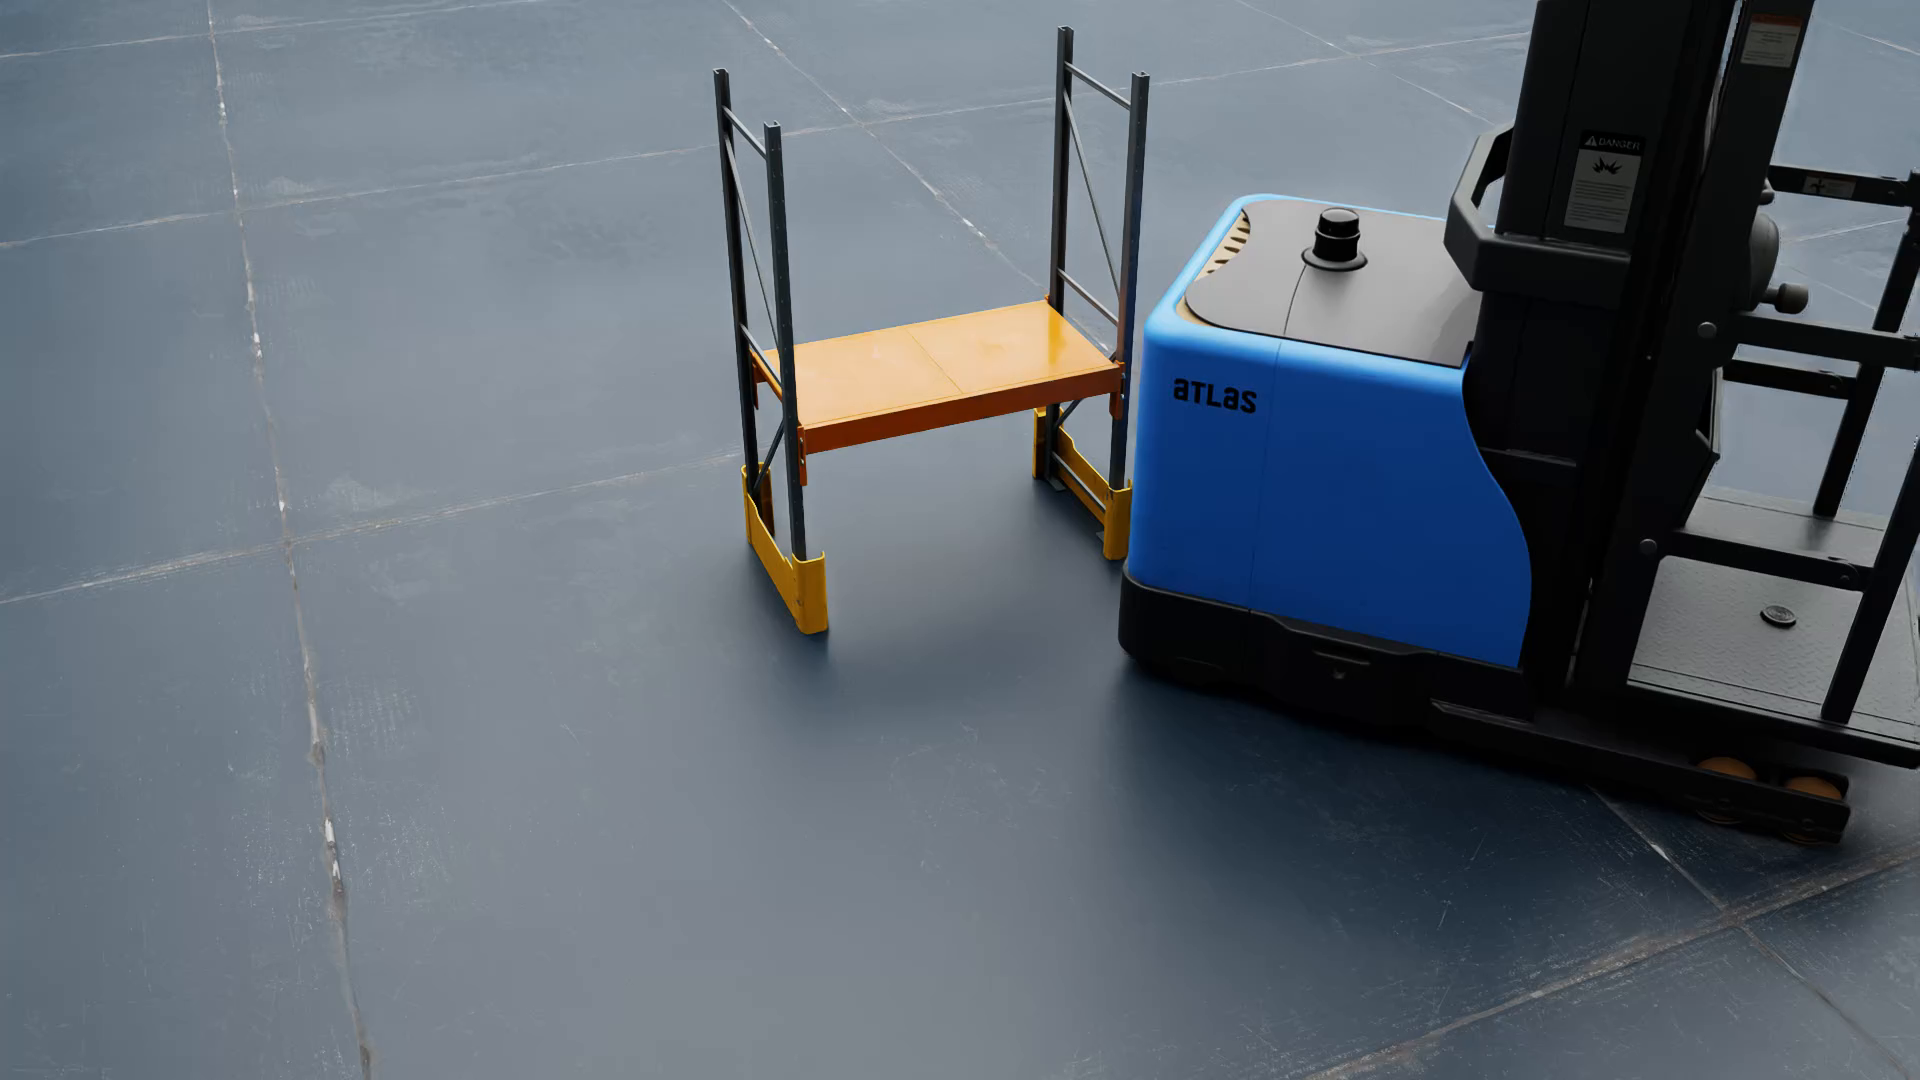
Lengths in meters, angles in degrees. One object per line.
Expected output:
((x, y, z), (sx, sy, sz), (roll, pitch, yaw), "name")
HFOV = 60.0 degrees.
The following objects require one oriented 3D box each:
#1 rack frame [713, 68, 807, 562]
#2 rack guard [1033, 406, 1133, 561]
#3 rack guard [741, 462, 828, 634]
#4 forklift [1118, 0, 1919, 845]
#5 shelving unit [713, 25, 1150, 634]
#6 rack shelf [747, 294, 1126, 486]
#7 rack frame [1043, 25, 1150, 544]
((-0.547, -0.503, 4.648), (0.032, 1.500, 0.500), (-13, 35, -19), "rack frame")
((0.389, -0.194, 5.319), (0.087, 0.250, 0.587), (-13, 35, -19), "rack guard")
((-0.529, 0.016, 4.996), (0.087, 0.250, 0.587), (-13, 35, -19), "rack guard")
((2.013, -0.808, 3.805), (3.031, 2.935, 1.130), (13, 35, 18), "forklift")
((-0.070, -0.613, 4.816), (1.083, 1.500, 0.587), (-13, 35, -19), "shelving unit")
((-0.079, -0.460, 4.911), (1.000, 0.185, 0.538), (-13, 35, -19), "rack shelf")
((0.390, -0.718, 4.978), (0.032, 1.500, 0.500), (-13, 35, -19), "rack frame")
